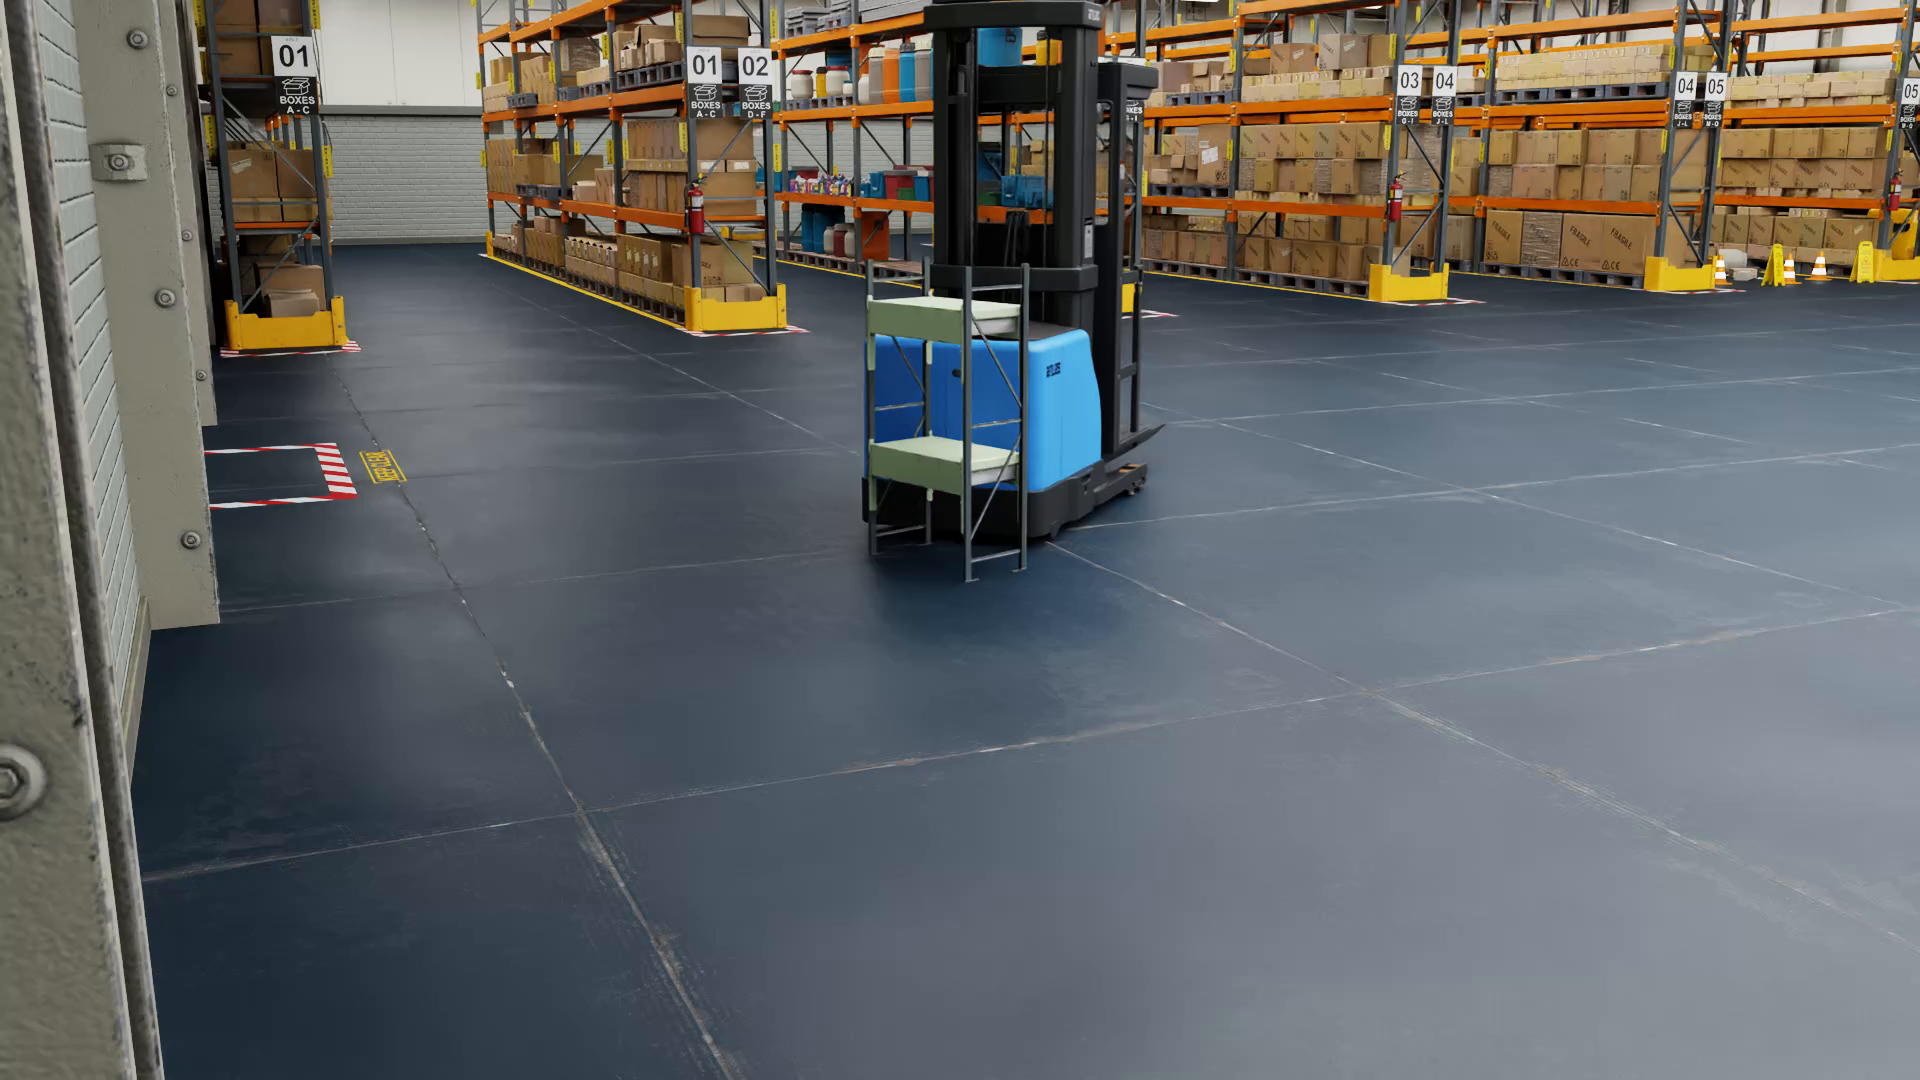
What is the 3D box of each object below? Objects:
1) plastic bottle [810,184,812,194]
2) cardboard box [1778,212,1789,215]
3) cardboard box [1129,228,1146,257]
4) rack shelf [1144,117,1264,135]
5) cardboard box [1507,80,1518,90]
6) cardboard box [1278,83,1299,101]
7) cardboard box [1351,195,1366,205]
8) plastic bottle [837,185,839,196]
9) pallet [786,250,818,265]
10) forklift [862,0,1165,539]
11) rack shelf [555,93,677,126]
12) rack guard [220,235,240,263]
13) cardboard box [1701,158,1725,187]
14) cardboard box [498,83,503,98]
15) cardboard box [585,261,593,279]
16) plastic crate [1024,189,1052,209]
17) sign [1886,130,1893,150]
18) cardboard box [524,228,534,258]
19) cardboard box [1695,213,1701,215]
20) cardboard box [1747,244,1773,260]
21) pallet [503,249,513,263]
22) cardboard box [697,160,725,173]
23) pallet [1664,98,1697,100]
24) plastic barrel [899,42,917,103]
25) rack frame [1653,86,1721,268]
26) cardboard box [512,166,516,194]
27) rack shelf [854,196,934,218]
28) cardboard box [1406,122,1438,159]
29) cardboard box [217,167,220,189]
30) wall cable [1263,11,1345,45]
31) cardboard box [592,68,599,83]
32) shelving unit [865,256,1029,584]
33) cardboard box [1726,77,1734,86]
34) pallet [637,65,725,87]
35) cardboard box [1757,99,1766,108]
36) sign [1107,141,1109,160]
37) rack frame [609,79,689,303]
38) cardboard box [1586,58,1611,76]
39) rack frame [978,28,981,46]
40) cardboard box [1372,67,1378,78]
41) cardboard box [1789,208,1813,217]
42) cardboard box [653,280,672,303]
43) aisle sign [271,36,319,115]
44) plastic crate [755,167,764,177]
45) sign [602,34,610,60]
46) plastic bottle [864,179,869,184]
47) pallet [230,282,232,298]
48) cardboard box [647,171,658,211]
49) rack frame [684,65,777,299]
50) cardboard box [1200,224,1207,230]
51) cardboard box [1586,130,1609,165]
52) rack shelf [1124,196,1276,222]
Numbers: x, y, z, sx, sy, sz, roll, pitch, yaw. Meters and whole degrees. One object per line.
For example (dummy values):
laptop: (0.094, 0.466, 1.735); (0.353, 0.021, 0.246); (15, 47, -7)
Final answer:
plastic bottle: (-2.703, -6.466, 30.595); (0.097, 0.201, 0.097); (0, 13, 0)
cardboard box: (17.612, -6.520, 34.723); (0.875, 0.625, 0.625); (-6, 14, -25)
cardboard box: (3.495, -5.391, 30.079); (0.700, 0.500, 0.500); (-6, 15, -26)
rack shelf: (5.390, -9.309, 37.382); (1.077, 0.370, 4.000); (-6, 14, -23)
cardboard box: (9.336, -7.565, 27.656); (0.380, 0.149, 0.250); (-6, 14, -23)
cardboard box: (5.162, -6.765, 25.126); (0.500, 0.250, 0.500); (-6, 14, -25)
cardboard box: (5.863, -4.895, 23.925); (0.380, 0.149, 0.250); (-6, 14, -23)
plastic bottle: (-2.121, -6.166, 29.298); (0.097, 0.201, 0.097); (0, 13, 0)
pallet: (-2.661, -5.389, 31.685); (1.003, 0.211, 1.213); (-6, 14, -23)
forklift: (0.505, -1.724, 9.818); (1.130, 2.935, 3.031); (5, 14, 22)
rack shelf: (-5.068, -6.335, 24.532); (1.077, 0.370, 4.000); (-6, 14, -23)
rack guard: (-13.621, -5.629, 32.083); (1.175, 0.500, 0.348); (-6, 14, -23)
cardboard box: (13.812, -6.678, 30.188); (0.500, 0.500, 0.500); (-6, 14, -23)
cardboard box: (-8.311, -8.379, 30.991); (0.500, 0.250, 0.500); (-6, 14, -23)
cardboard box: (-5.308, -4.051, 24.887); (0.500, 0.250, 0.500); (-5, 14, -22)
plastic crate: (1.146, -4.570, 22.292); (0.499, 0.251, 0.408); (-6, 14, -23)
sign: (14.977, -6.446, 26.799); (0.100, 0.325, 0.005); (-6, 14, -23)
cardboard box: (-7.501, -5.338, 29.851); (0.500, 0.500, 0.500); (-6, 14, -26)
cardboard box: (16.406, -7.257, 36.749); (0.380, 0.149, 0.250); (-6, 14, -26)
cardboard box: (14.319, -5.100, 29.420); (0.500, 0.250, 0.500); (-6, 14, -24)
pallet: (-8.239, -5.499, 32.164); (1.003, 0.211, 1.213); (-6, 14, -23)
cardboard box: (-2.993, -4.411, 19.616); (0.380, 0.149, 0.250); (-6, 14, -24)
pallet: (13.742, -8.107, 31.010); (1.213, 0.211, 1.003); (-6, 14, -23)
plastic barrel: (-0.654, -7.319, 26.076); (0.600, 0.901, 0.708); (-6, 14, -23)
rack frame: (10.998, -5.306, 25.142); (1.000, 3.000, 0.127); (-6, 14, -23)
cardboard box: (-7.907, -6.593, 30.480); (0.500, 0.500, 0.500); (-5, 14, -22)
rack shelf: (-0.528, -5.320, 26.800); (1.077, 0.370, 4.000); (-6, 14, -23)
cardboard box: (6.443, -5.698, 23.736); (0.500, 0.500, 0.500); (-6, 14, -23)
cardboard box: (-11.444, -5.782, 26.276); (0.500, 0.500, 0.500); (-5, 14, -21)
wall cable: (9.805, -13.481, 47.078); (2.988, 3.039, 0.133); (-6, 14, -23)
cardboard box: (-5.191, -6.916, 24.847); (0.500, 0.250, 0.500); (-6, 14, -24)
shelving unit: (-0.070, -0.615, 8.201); (0.431, 1.500, 0.755); (-11, 17, -40)
cardboard box: (13.849, -8.182, 29.705); (0.380, 0.149, 0.250); (-5, 14, -21)
pallet: (-3.417, -5.804, 20.837); (1.003, 0.211, 1.213); (-6, 14, -23)
cardboard box: (14.206, -7.641, 29.135); (0.380, 0.149, 0.250); (-6, 14, -25)
sign: (2.702, -7.045, 30.087); (0.100, 0.325, 0.005); (-6, 14, -23)
rack frame: (-4.267, -4.811, 23.004); (1.000, 3.000, 0.127); (-6, 14, -23)
cardboard box: (10.147, -7.375, 25.951); (0.500, 0.250, 0.500); (-6, 14, -23)
rack frame: (0.004, -11.107, 36.902); (1.000, 3.000, 0.127); (-6, 14, -23)
cardboard box: (6.019, -6.555, 23.334); (0.380, 0.149, 0.250); (-6, 14, -25)
cardboard box: (14.523, -5.639, 28.645); (0.380, 0.149, 0.250); (-5, 14, -21)
cardboard box: (-3.564, -3.139, 20.947); (0.500, 0.250, 0.500); (-6, 14, -23)
aisle sign: (-6.899, -4.815, 17.257); (0.394, 0.787, 0.004); (-6, 14, -23)
plastic crate: (-4.229, -7.731, 35.409); (0.616, 0.435, 0.499); (-6, 14, -23)
sign: (-4.761, -6.626, 22.352); (0.100, 0.325, 0.005); (-6, 14, -23)
plastic bottle: (-1.691, -6.405, 30.177); (0.097, 0.271, 0.097); (0, 13, 0)
pallet: (-10.095, -3.669, 24.255); (1.003, 0.211, 1.213); (-6, 14, -23)
cardboard box: (-3.669, -4.556, 21.682); (0.700, 0.500, 0.500); (-5, 14, -22)
rack frame: (-2.665, -3.985, 19.433); (1.000, 3.000, 0.127); (-6, 14, -23)
cardboard box: (5.531, -6.890, 36.720); (0.380, 0.149, 0.250); (-6, 14, -25)
cardboard box: (10.481, -6.218, 26.357); (0.875, 0.550, 0.550); (-6, 14, -23)
rack shelf: (4.010, -5.768, 28.733); (1.077, 0.370, 4.000); (-6, 14, -23)
